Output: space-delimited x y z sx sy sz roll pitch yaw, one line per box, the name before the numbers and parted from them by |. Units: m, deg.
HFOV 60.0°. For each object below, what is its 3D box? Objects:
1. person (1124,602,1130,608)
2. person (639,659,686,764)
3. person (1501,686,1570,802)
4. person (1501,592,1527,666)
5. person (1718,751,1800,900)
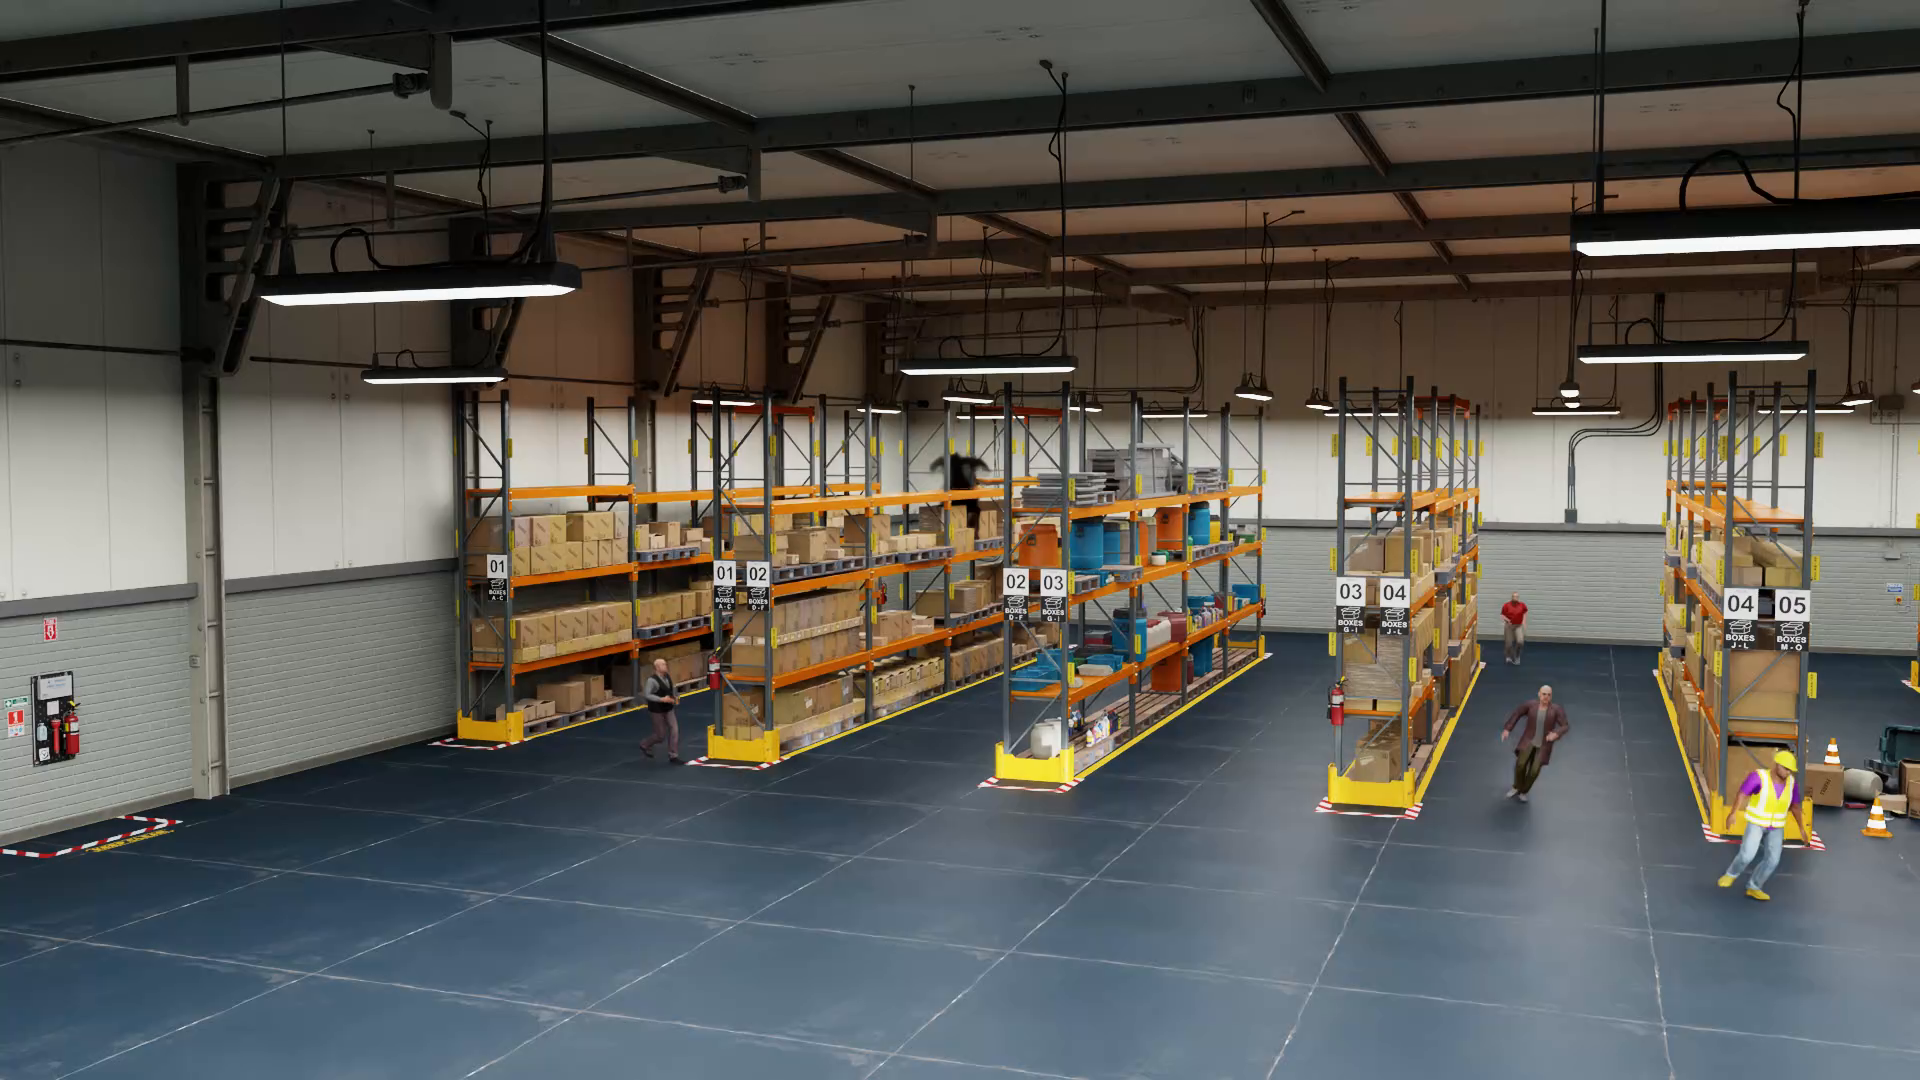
person | 4.003 2.128 38.366 0.604 1.449 1.016 2 4 32
person | -4.797 2.719 26.410 0.864 1.683 0.696 2 4 29
person | 8.113 2.880 23.434 0.890 1.670 0.731 1 3 15
person | 12.792 2.059 38.386 0.603 1.727 0.803 0 3 9
person | 8.868 3.138 18.389 0.768 1.675 0.700 0 3 1
